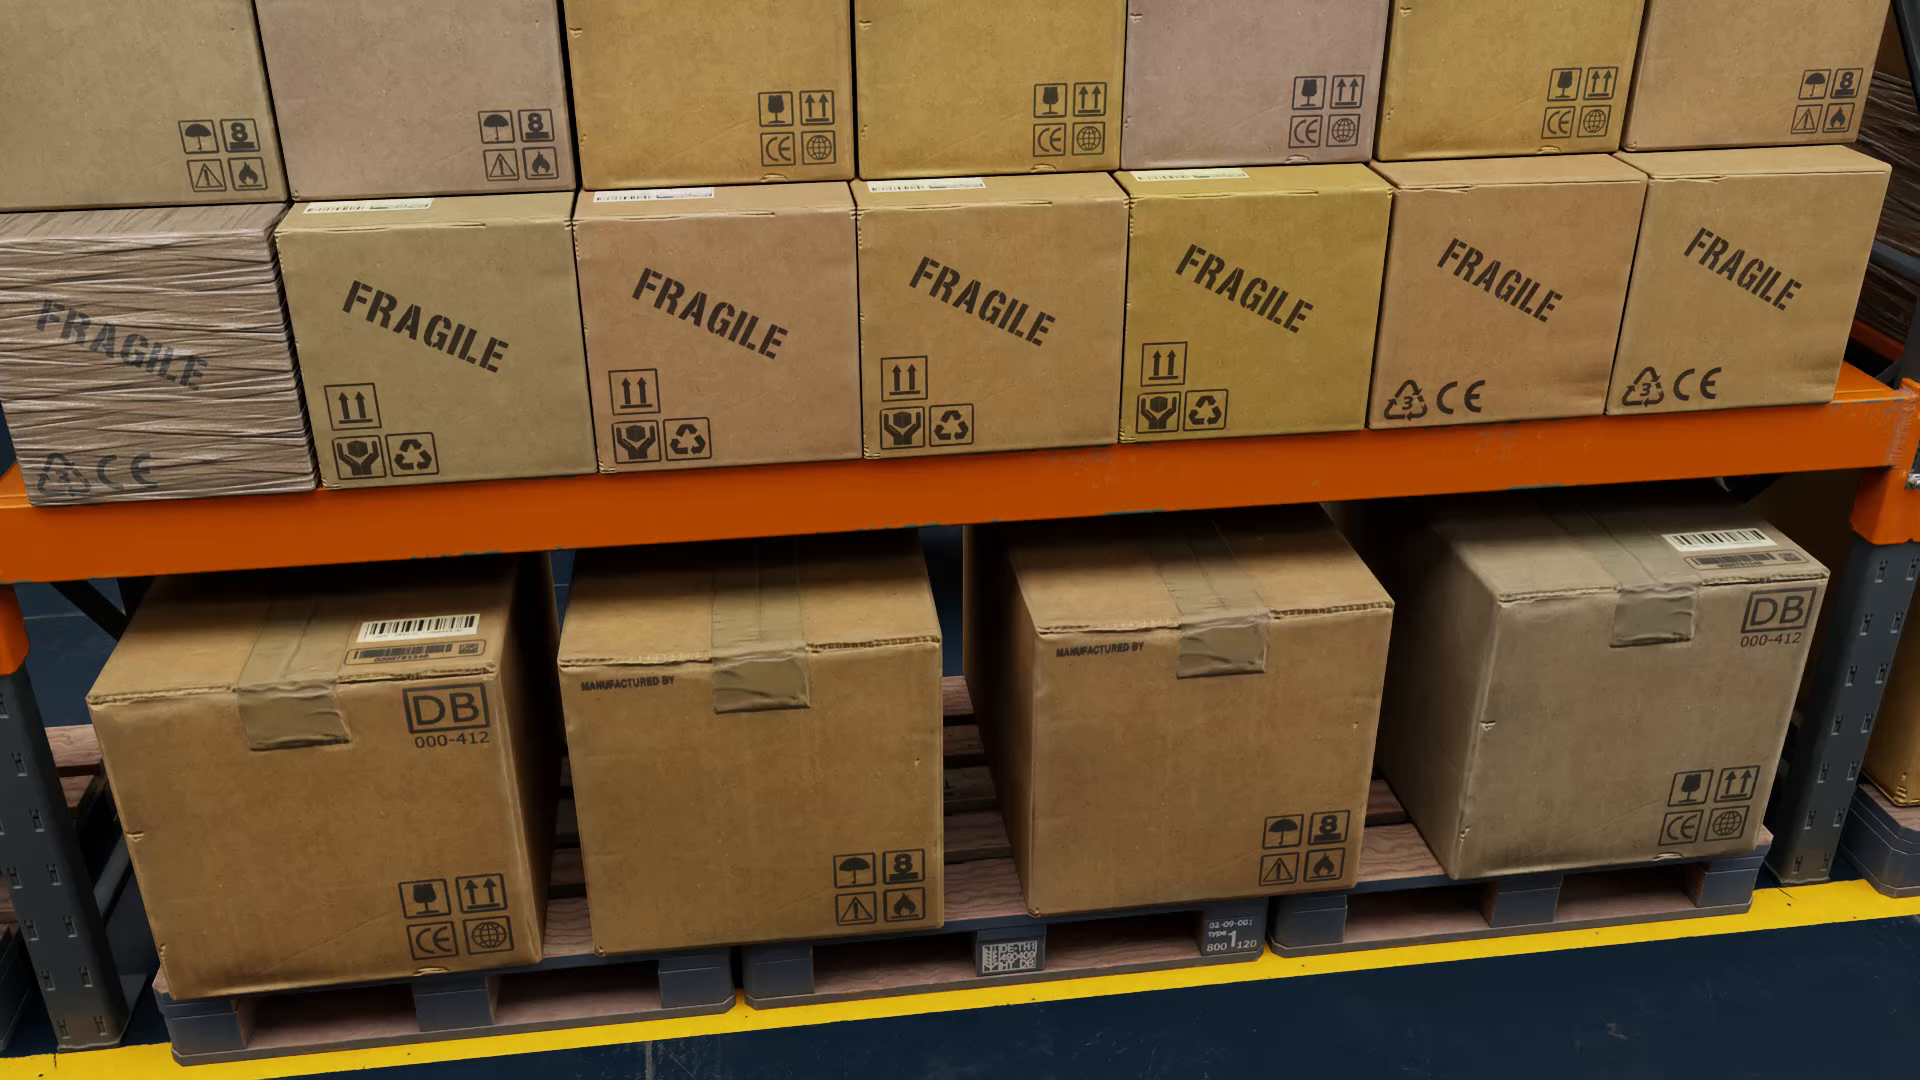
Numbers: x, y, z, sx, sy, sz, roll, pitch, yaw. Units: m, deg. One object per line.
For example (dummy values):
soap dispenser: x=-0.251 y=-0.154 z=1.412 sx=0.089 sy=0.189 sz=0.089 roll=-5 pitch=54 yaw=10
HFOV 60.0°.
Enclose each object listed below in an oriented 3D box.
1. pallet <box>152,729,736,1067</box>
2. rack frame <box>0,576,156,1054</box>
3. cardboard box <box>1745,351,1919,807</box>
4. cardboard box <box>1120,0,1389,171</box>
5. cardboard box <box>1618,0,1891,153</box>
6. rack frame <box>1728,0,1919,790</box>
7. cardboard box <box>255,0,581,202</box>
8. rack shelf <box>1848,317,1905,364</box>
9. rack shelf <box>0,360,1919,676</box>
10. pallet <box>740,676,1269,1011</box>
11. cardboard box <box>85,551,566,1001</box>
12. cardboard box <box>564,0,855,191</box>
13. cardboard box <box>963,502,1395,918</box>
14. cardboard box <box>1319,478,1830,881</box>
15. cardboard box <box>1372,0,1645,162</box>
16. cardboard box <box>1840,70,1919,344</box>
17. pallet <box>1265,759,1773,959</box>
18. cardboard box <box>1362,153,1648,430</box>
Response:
pallet: x=-1.161 y=0.769 z=4.020 sx=1.213 sy=0.211 sz=1.003 roll=-4 pitch=27 yaw=-7
rack frame: x=-1.952 y=-0.455 z=3.352 sx=0.127 sy=3.000 sz=1.000 roll=-4 pitch=27 yaw=-7
cardboard box: x=2.642 y=0.040 z=4.253 sx=0.875 sy=0.875 sz=0.875 roll=-3 pitch=27 yaw=-6
cardboard box: x=0.509 y=-1.099 z=3.402 sx=0.500 sy=0.500 sz=0.700 roll=-3 pitch=27 yaw=-7
cardboard box: x=1.518 y=-1.165 z=3.530 sx=0.500 sy=0.500 sz=0.700 roll=-4 pitch=27 yaw=-8
rack frame: x=2.009 y=-0.708 z=3.845 sx=0.053 sy=2.616 sz=0.949 roll=-4 pitch=27 yaw=-7
cardboard box: x=-1.005 y=-1.001 z=3.211 sx=0.500 sy=0.500 sz=0.700 roll=-4 pitch=27 yaw=-8
rack shelf: x=3.990 y=-0.636 z=4.199 sx=3.809 sy=0.052 sz=0.919 roll=-4 pitch=27 yaw=-7
rack shelf: x=0.029 y=-0.262 z=3.764 sx=4.000 sy=0.370 sz=1.077 roll=-4 pitch=27 yaw=-7
pallet: x=-1.744 y=-0.368 z=6.237 sx=4.108 sy=0.211 sz=6.107 roll=-4 pitch=27 yaw=-7
cardboard box: x=-1.336 y=0.361 z=3.766 sx=0.750 sy=0.750 sz=1.050 roll=-4 pitch=27 yaw=-8
cardboard box: x=-0.498 y=-1.035 z=3.277 sx=0.500 sy=0.500 sz=0.700 roll=-4 pitch=27 yaw=-8
cardboard box: x=0.451 y=0.244 z=3.993 sx=0.750 sy=0.750 sz=1.050 roll=-4 pitch=27 yaw=-7
cardboard box: x=1.407 y=0.185 z=4.109 sx=0.750 sy=0.750 sz=1.050 roll=-4 pitch=27 yaw=-7
cardboard box: x=1.009 y=-1.131 z=3.464 sx=0.500 sy=0.500 sz=0.700 roll=-4 pitch=27 yaw=-8
cardboard box: x=2.373 y=-0.805 z=3.869 sx=0.550 sy=0.550 sz=0.875 roll=-4 pitch=27 yaw=-7
pallet: x=1.255 y=0.614 z=4.322 sx=1.213 sy=0.211 sz=1.003 roll=-4 pitch=27 yaw=-7
cardboard box: x=1.029 y=-0.568 z=3.462 sx=0.500 sy=0.500 sz=0.500 roll=-4 pitch=27 yaw=-8
